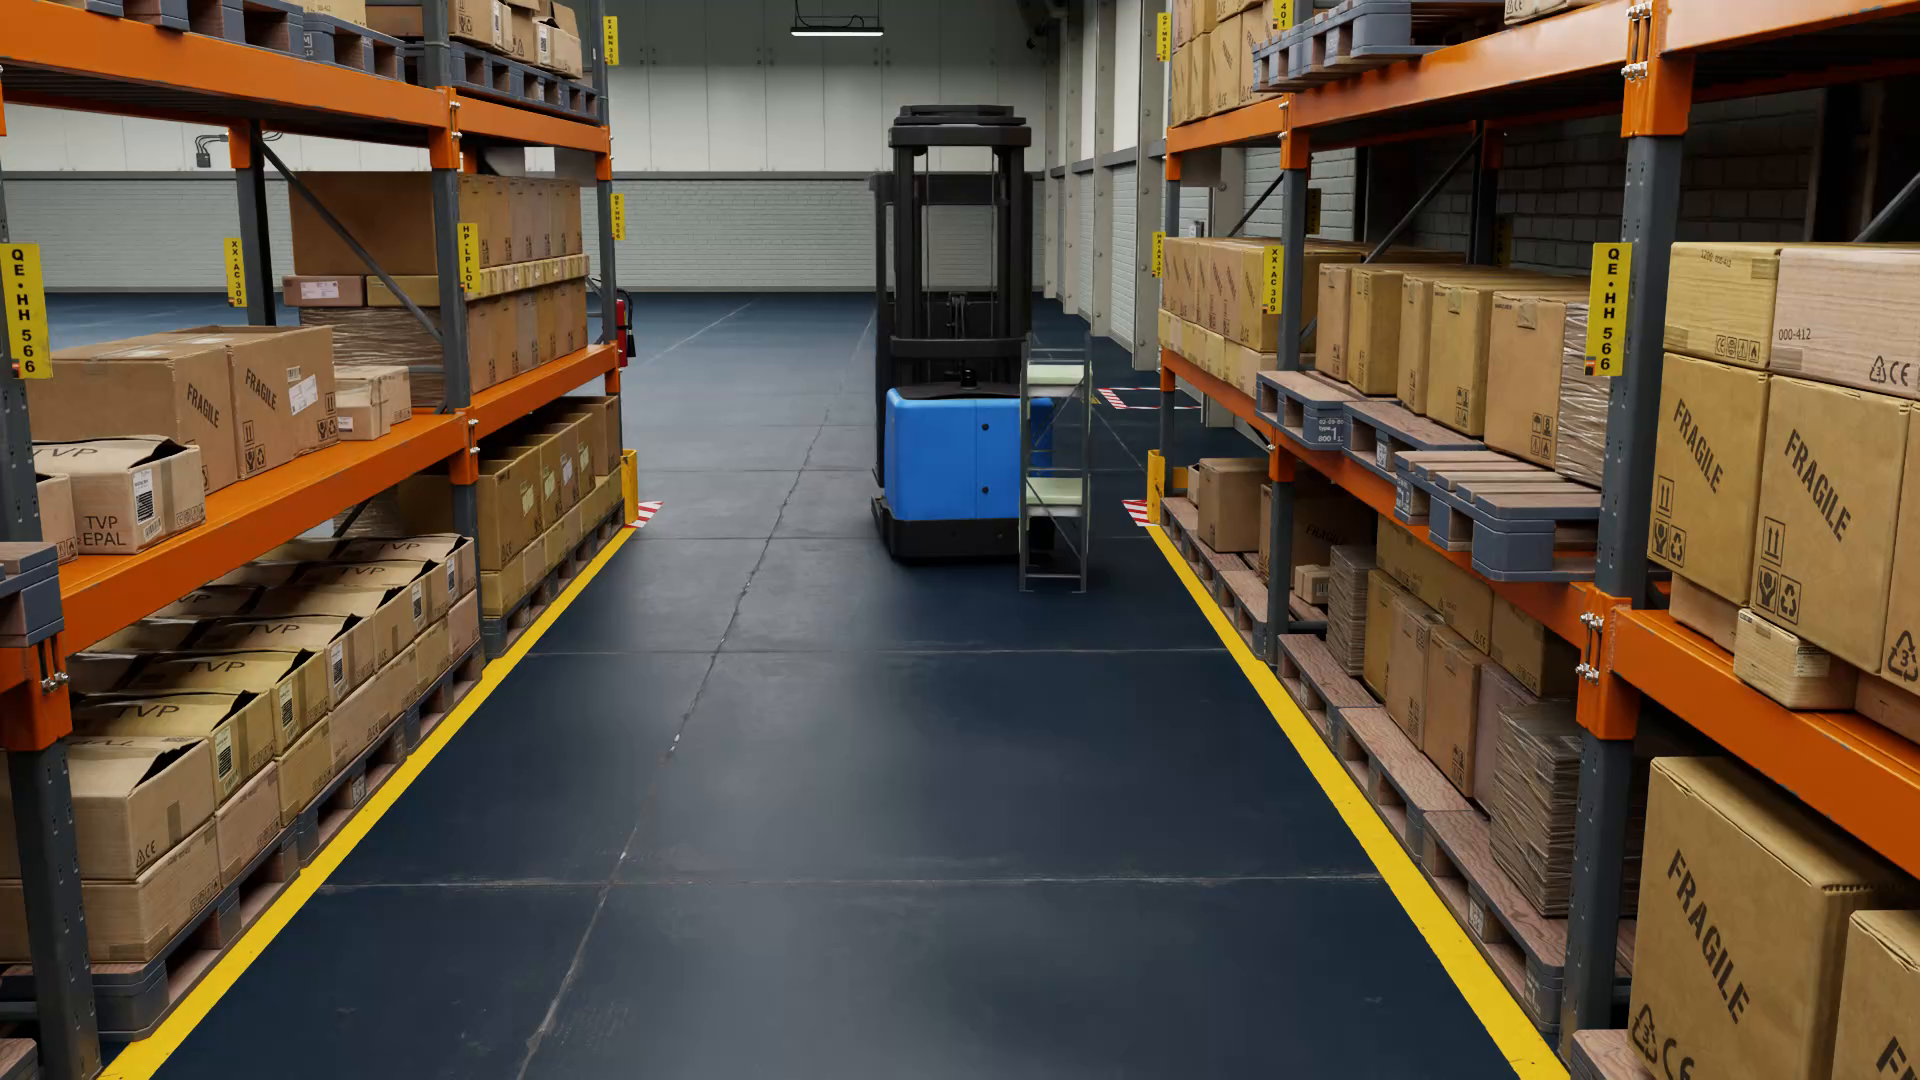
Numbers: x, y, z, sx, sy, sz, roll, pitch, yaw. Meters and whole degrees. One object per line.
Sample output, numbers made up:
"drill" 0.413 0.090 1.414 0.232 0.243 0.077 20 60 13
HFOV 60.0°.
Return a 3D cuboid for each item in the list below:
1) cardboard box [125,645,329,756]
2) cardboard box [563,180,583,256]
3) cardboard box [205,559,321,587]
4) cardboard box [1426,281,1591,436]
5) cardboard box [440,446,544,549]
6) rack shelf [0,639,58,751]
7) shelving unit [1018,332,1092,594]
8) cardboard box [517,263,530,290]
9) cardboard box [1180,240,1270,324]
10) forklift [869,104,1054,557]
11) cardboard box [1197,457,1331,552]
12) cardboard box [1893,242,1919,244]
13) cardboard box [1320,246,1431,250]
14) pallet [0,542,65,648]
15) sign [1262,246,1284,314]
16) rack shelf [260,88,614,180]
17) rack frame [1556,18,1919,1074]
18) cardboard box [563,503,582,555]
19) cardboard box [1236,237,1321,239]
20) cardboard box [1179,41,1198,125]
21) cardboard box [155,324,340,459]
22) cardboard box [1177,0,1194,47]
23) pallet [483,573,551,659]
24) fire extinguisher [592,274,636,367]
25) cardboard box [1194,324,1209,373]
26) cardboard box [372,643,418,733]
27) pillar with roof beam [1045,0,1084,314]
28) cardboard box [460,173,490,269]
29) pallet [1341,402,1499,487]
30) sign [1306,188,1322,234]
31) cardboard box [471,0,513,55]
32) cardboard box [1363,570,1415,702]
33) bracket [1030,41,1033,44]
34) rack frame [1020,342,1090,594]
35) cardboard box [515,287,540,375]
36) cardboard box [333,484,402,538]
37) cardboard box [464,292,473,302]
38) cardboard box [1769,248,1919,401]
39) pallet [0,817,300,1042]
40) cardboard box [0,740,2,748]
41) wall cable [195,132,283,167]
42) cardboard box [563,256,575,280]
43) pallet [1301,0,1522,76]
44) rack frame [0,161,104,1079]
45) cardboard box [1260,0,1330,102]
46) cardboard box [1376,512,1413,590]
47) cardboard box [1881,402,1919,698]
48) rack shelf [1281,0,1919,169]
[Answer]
"cardboard box" -2.556 0.535 5.829 0.500 0.311 0.500 -1 11 -3
"cardboard box" -2.978 -2.193 11.309 0.700 0.500 0.500 0 11 -1
"cardboard box" -3.129 0.233 7.314 0.500 0.311 0.500 0 11 -2
"cardboard box" 2.074 -0.648 5.850 0.700 0.500 0.500 0 11 -1
"cardboard box" -2.608 -0.235 9.146 0.500 0.500 0.500 0 11 -1
"rack shelf" -2.769 0.729 2.231 1.077 0.370 4.000 0 11 -1
"shelving unit" 0.585 -0.490 10.202 0.431 1.500 0.755 1 11 4
"cardboard box" -2.741 -1.545 9.749 0.380 0.149 0.250 0 11 -2
"cardboard box" 1.690 -1.639 10.536 0.500 0.500 0.500 -1 11 -3
"forklift" -0.069 -1.564 11.897 1.130 2.935 3.031 -1 12 -6
"cardboard box" 1.878 -0.226 10.309 0.700 0.500 0.500 -1 12 -5
"cardboard box" 2.410 -0.525 3.668 0.500 0.250 0.500 0 11 0
"cardboard box" 2.251 -1.338 9.053 0.500 0.500 0.500 0 11 -1
"pallet" -2.727 0.207 3.476 1.213 0.211 1.003 0 11 -1
"sign" 1.517 -1.258 8.038 0.100 0.325 0.005 0 11 -1
"rack shelf" -2.935 -2.331 9.772 1.077 0.370 4.000 0 11 -1
"rack frame" 2.142 -0.042 4.223 1.000 3.000 0.127 0 11 -1
"cardboard box" -2.627 -0.066 10.201 0.500 0.250 0.500 0 11 -1
"cardboard box" 2.199 -1.844 11.543 0.500 0.500 0.500 0 11 -2
"cardboard box" 1.709 -2.987 10.892 0.500 0.500 0.500 1 11 3
"cardboard box" -2.883 -0.608 6.760 0.500 0.500 0.500 1 11 3
"cardboard box" 1.701 -3.474 10.777 0.500 0.500 0.500 0 11 -2
"pallet" -2.868 0.392 9.096 1.003 0.211 1.213 0 11 -1
"fire extinguisher" -2.514 -1.599 12.091 0.296 0.674 0.183 0 11 -1
"cardboard box" 1.707 -1.166 10.087 0.500 0.250 0.500 0 11 -1
"cardboard box" -2.575 0.609 6.873 0.500 0.250 0.500 0 11 0
"pillar with roof beam" -1.944 -9.190 34.226 9.100 9.000 0.548 0 11 -1
"cardboard box" -2.921 -1.690 8.829 0.700 0.500 0.500 0 11 -1
"pallet" 2.060 -0.342 6.181 1.003 0.211 1.213 0 11 -1
"sign" 2.532 -2.353 11.907 0.100 0.325 0.005 0 11 -1
"cardboard box" -2.651 -2.726 8.722 0.500 0.311 0.500 -1 12 -4
"cardboard box" 2.152 0.421 7.121 0.700 0.500 0.500 0 11 -2
"bracket" 1.836 -12.599 41.977 0.076 0.066 3.189 0 11 -1
"rack frame" 0.558 -0.417 9.844 0.400 1.500 0.023 1 11 4
"cardboard box" -2.945 -1.260 9.974 0.700 0.500 0.500 0 11 1
"cardboard box" -3.120 -0.233 9.136 0.500 0.500 0.500 0 11 -1
"cardboard box" -2.711 -1.287 8.477 0.380 0.149 0.250 0 11 0
"cardboard box" 1.905 -0.416 3.131 0.500 0.250 0.500 0 11 -2
"pallet" -2.789 1.182 5.204 1.003 0.211 1.213 0 11 -1
"cardboard box" -3.068 0.743 4.803 0.500 0.311 0.500 0 11 0
"wall cable" -18.505 -12.565 42.306 2.305 6.003 0.169 0 11 -1
"cardboard box" -2.766 -1.800 11.006 0.380 0.149 0.250 0 11 -2
"pallet" 1.990 -1.886 6.240 1.213 0.211 1.003 0 11 -1
"rack frame" -2.811 -0.021 4.119 1.000 3.000 0.127 0 11 -1
"cardboard box" 1.801 -2.466 8.325 0.500 0.500 0.500 0 11 0
"cardboard box" 2.103 0.038 7.121 0.500 0.250 0.500 0 11 -2
"cardboard box" 1.907 0.054 2.701 0.500 0.500 0.500 0 11 -1
"rack shelf" 2.100 -1.557 5.956 1.077 0.370 4.000 0 11 -1
